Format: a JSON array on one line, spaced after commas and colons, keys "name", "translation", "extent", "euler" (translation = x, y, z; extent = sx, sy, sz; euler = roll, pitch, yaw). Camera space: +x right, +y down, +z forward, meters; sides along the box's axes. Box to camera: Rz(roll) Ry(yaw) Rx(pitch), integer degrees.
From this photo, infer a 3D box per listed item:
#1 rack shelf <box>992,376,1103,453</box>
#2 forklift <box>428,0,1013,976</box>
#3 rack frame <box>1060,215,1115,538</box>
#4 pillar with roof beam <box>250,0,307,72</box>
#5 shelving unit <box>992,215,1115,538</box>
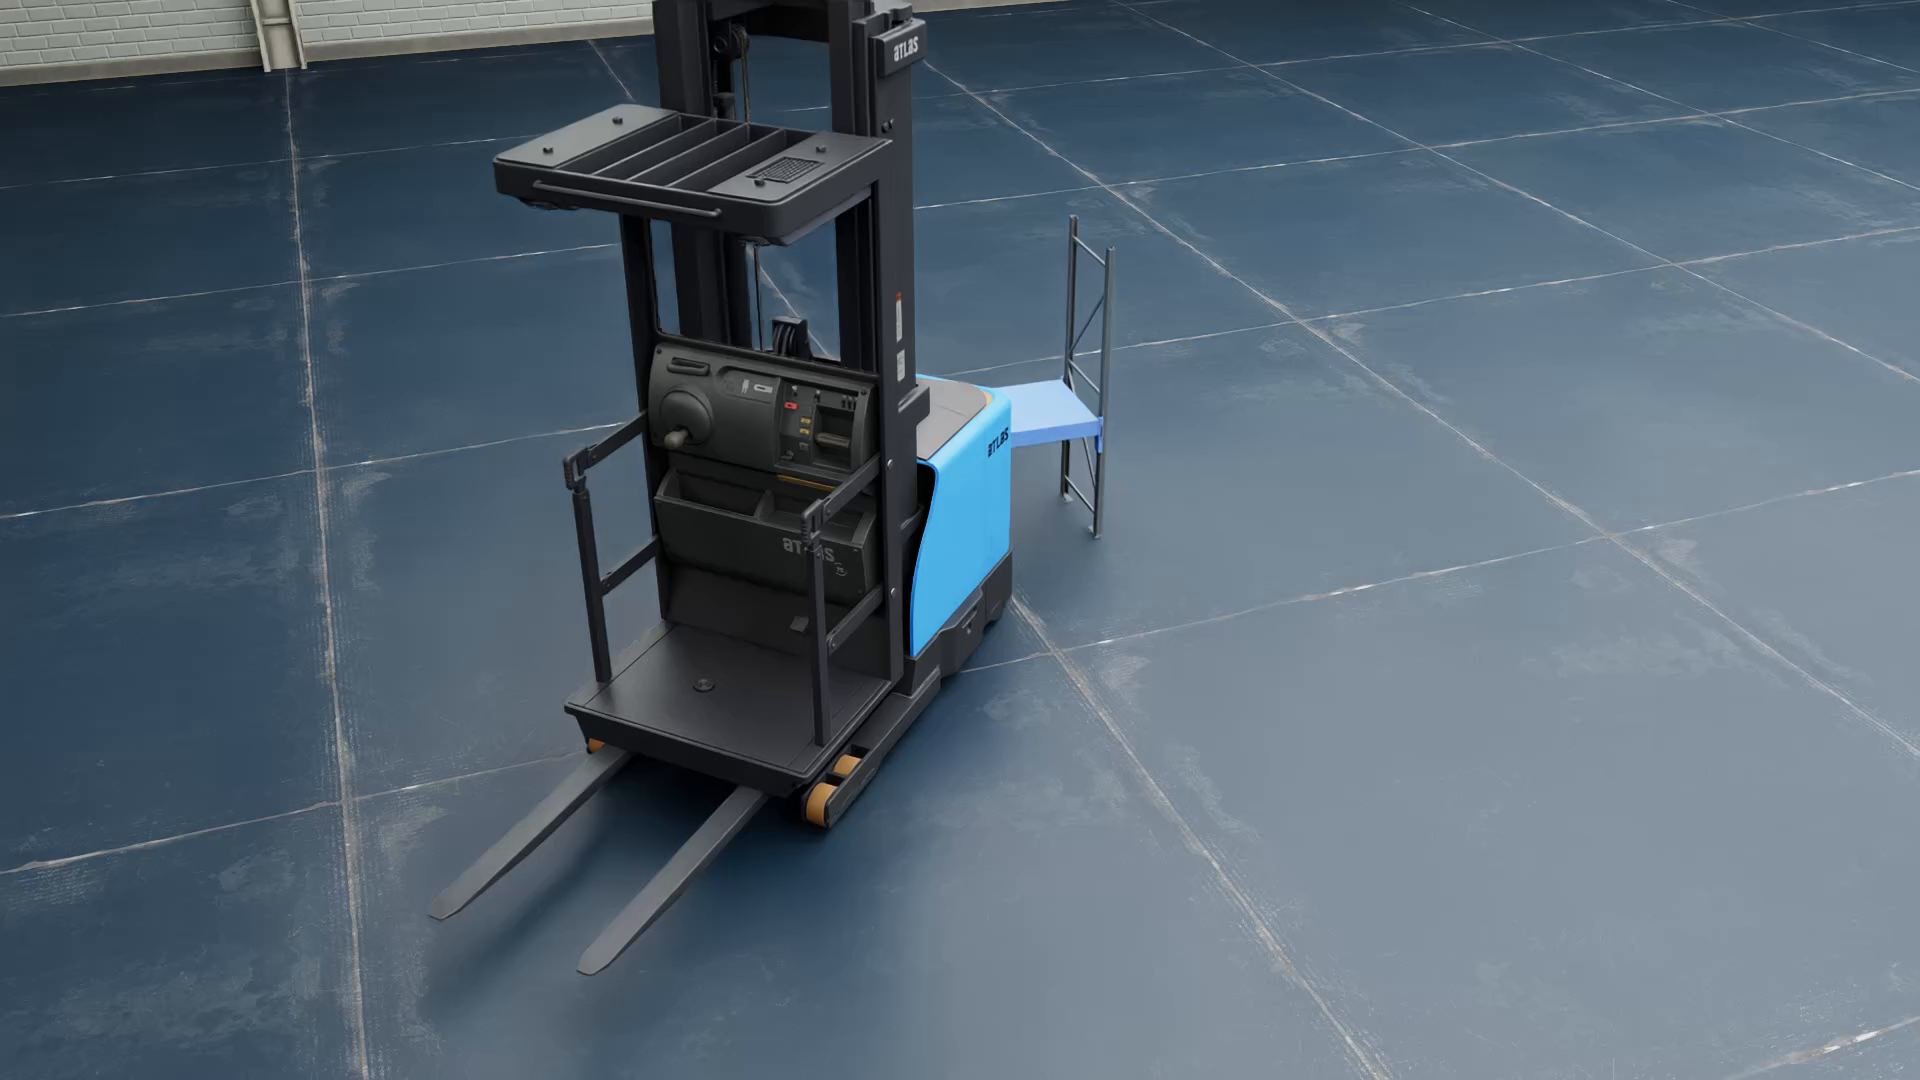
[{"name": "rack shelf", "translation": [0.130, -0.548, 8.060], "extent": [1.000, 0.185, 0.538], "euler": [-9, 31, -16]}, {"name": "forklift", "translation": [-0.845, -0.428, 6.040], "extent": [1.130, 2.935, 3.031], "euler": [13, 32, 22]}, {"name": "rack frame", "translation": [0.614, -0.782, 8.107], "extent": [0.032, 1.500, 0.500], "euler": [-9, 31, -16]}, {"name": "pillar with roof beam", "translation": [-5.189, -6.609, 10.761], "extent": [0.400, 9.000, 9.100], "euler": [-10, 31, -18]}, {"name": "shelving unit", "translation": [0.130, -0.704, 7.971], "extent": [1.048, 1.500, 0.538], "euler": [-9, 31, -16]}]
